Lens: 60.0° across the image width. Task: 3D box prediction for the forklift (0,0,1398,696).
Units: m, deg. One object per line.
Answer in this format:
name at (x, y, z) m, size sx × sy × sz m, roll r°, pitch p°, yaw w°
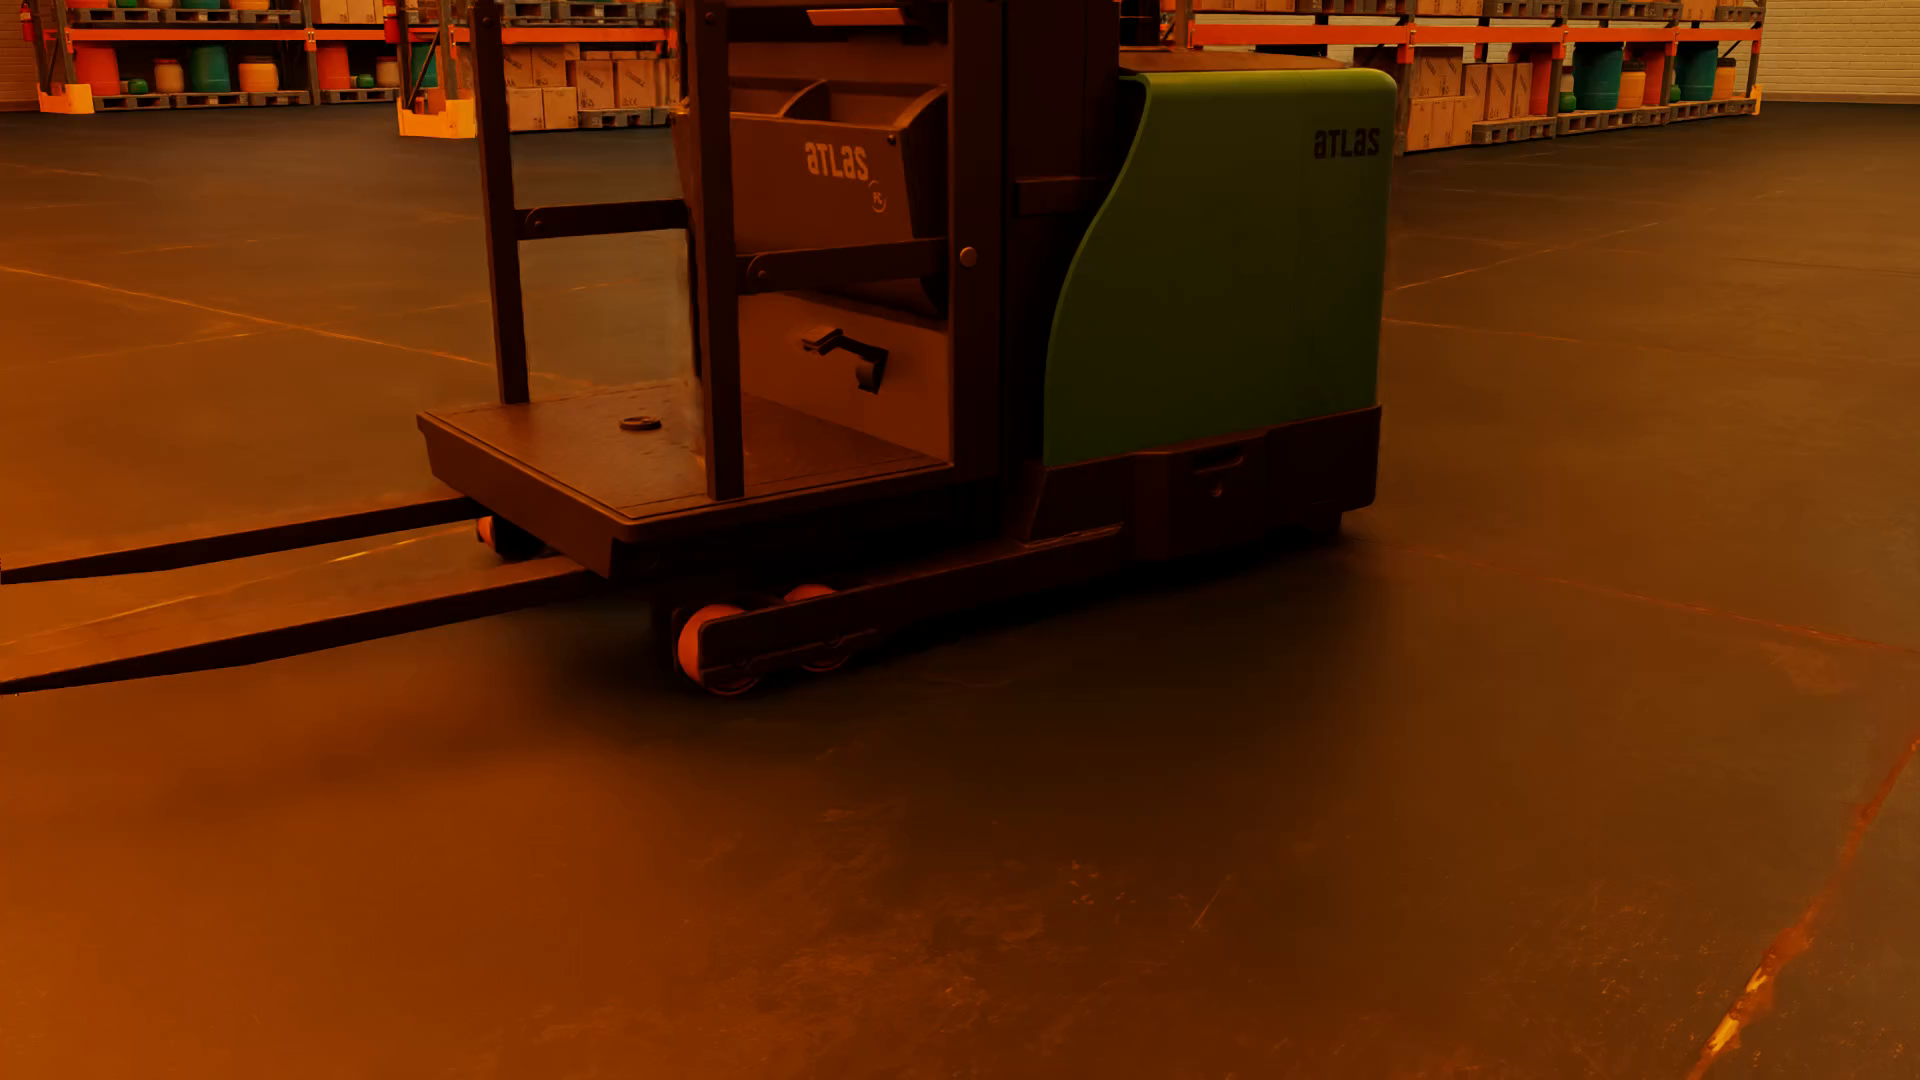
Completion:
forklift at (-0.491, -1.294, 3.158) m, size 3.031 × 2.935 × 1.130 m, roll -12°, pitch 21°, yaw -34°
